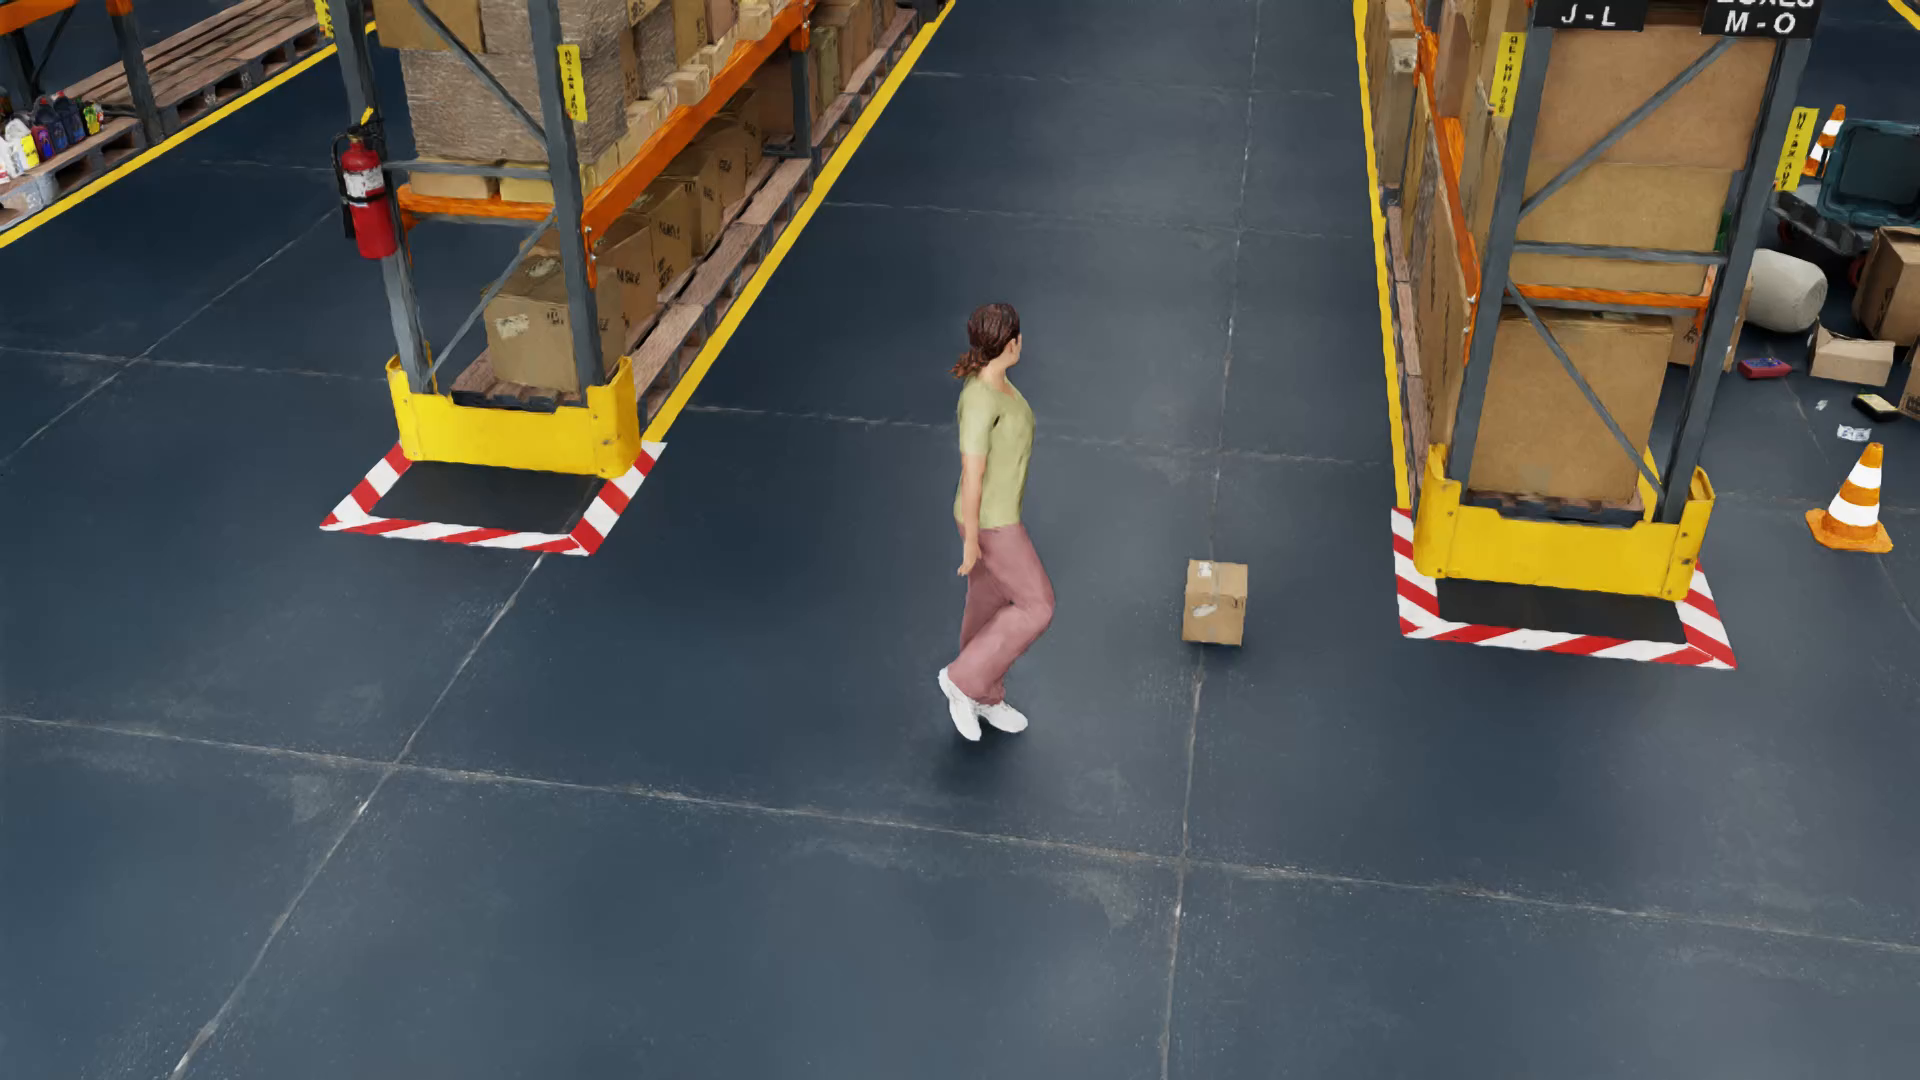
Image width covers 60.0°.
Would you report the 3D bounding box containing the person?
[{"bbox_3d":[0.153,-0.047,6.196,0.437,1.662,0.654,4,33,7],"label":"person"}]
